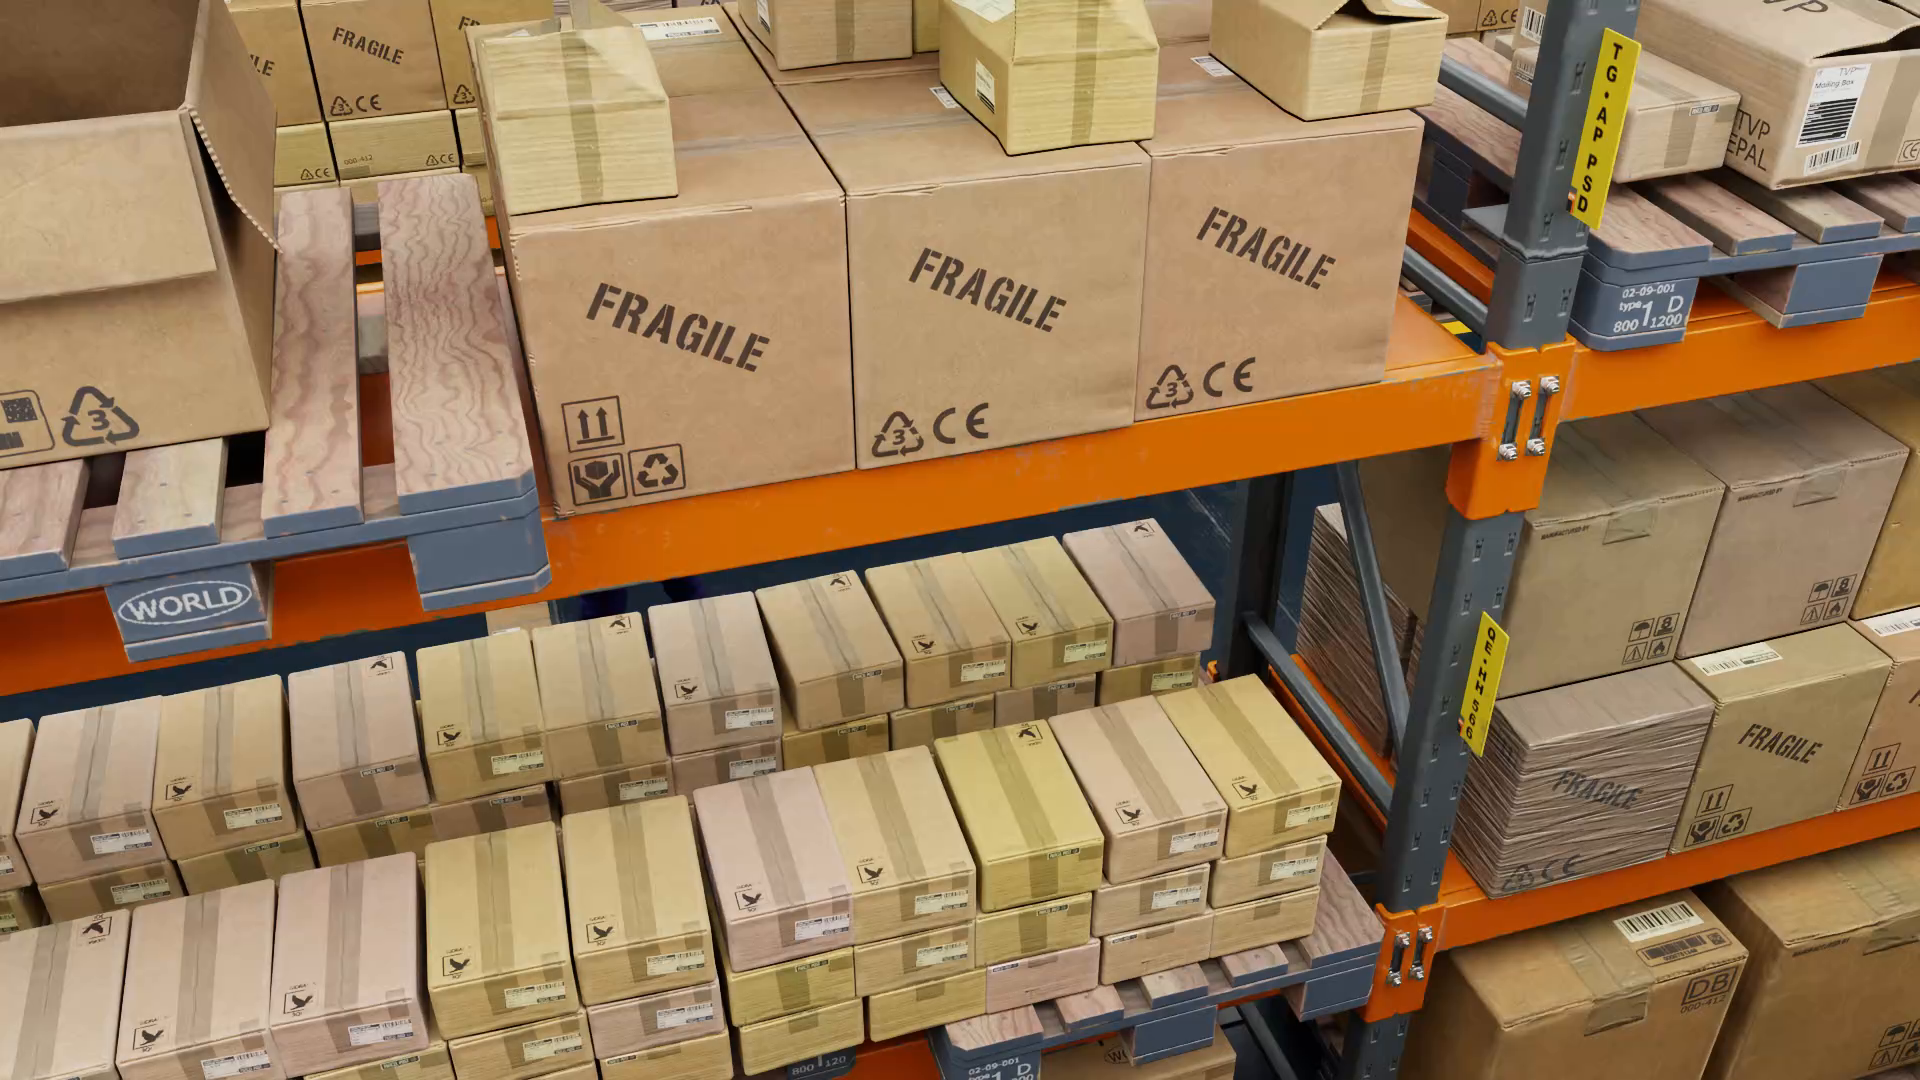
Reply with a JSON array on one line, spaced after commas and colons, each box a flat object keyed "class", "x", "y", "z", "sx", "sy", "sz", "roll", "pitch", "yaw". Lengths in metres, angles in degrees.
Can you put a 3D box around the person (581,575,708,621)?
[{"class": "person", "x": -1.378, "y": -0.226, "z": 6.466, "sx": 0.746, "sy": 1.626, "sz": 0.513, "roll": -6, "pitch": 35, "yaw": -9}]
